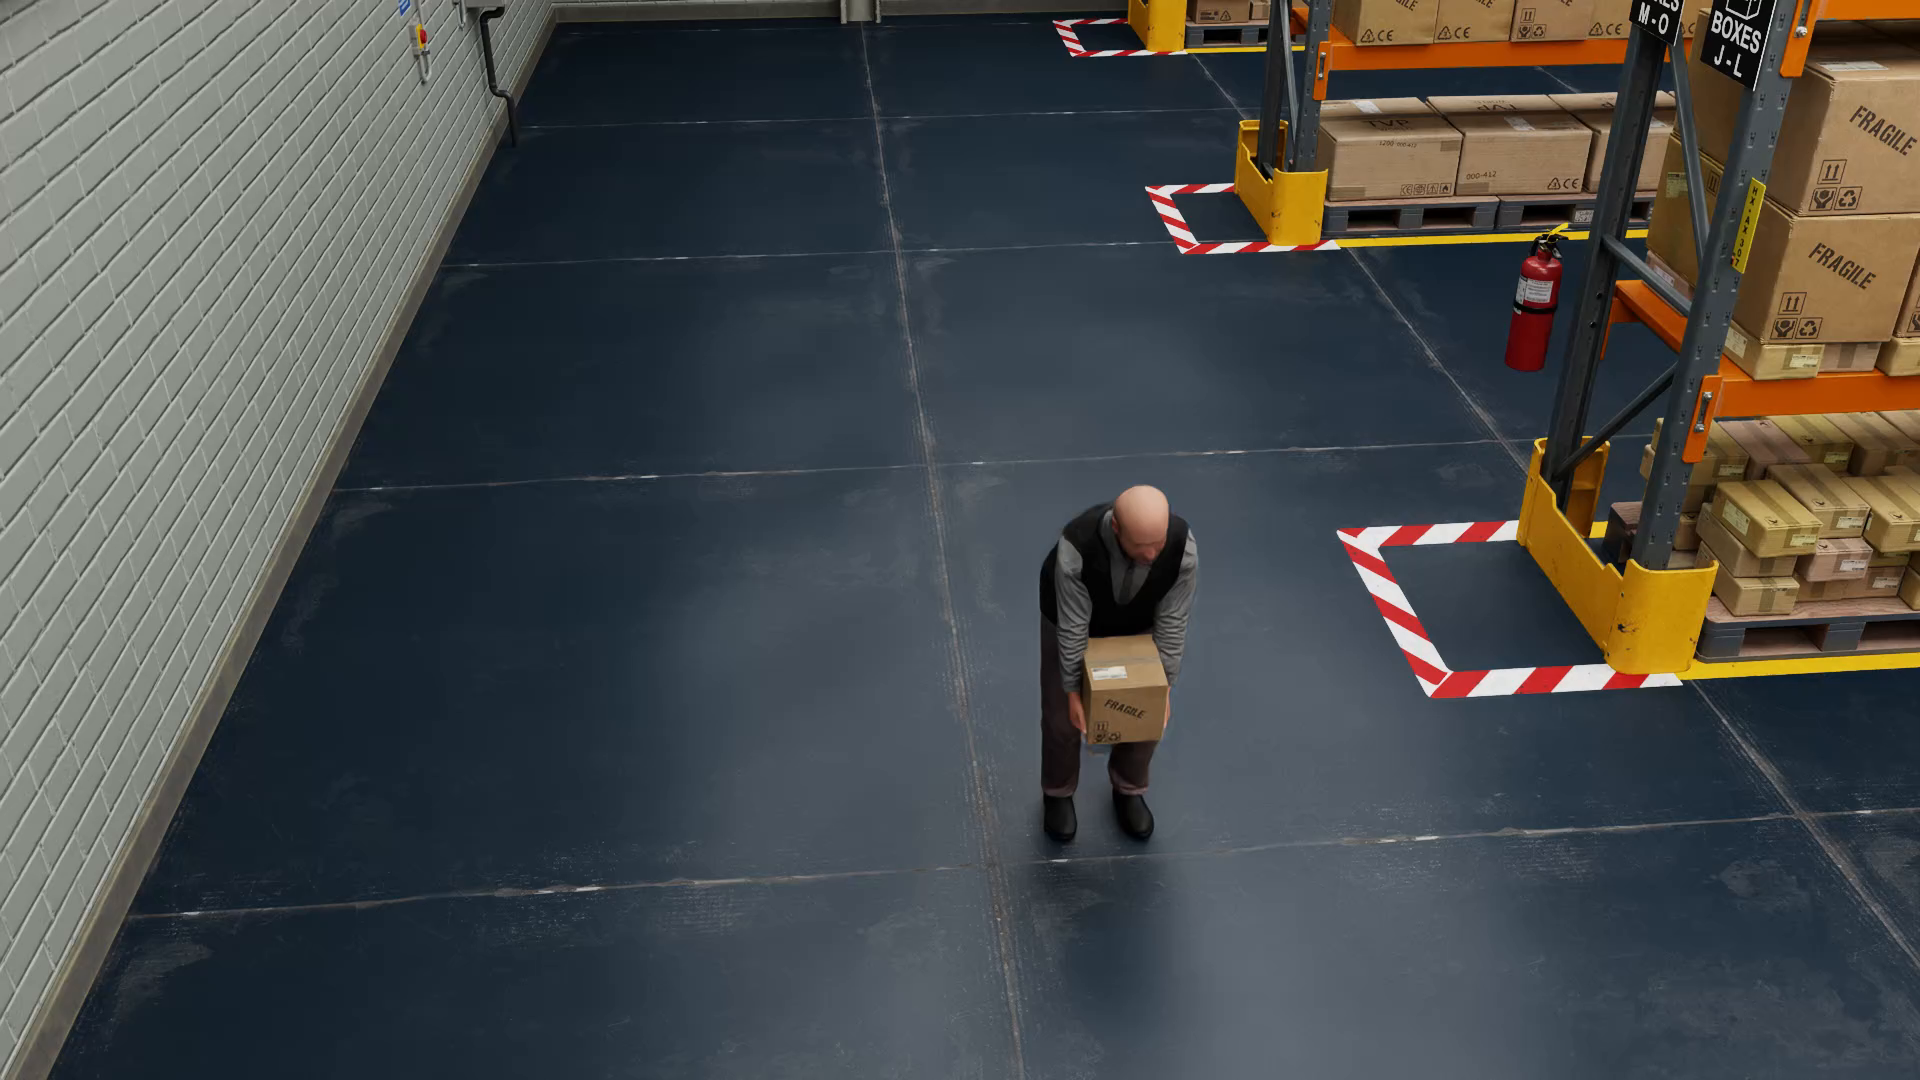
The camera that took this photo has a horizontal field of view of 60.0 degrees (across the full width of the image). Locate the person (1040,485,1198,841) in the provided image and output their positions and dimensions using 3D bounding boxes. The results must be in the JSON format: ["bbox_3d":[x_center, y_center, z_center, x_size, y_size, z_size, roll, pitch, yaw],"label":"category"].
[{"bbox_3d":[0.524,0.397,5.642,0.472,1.575,0.700,-3,31,-6],"label":"person"}]
